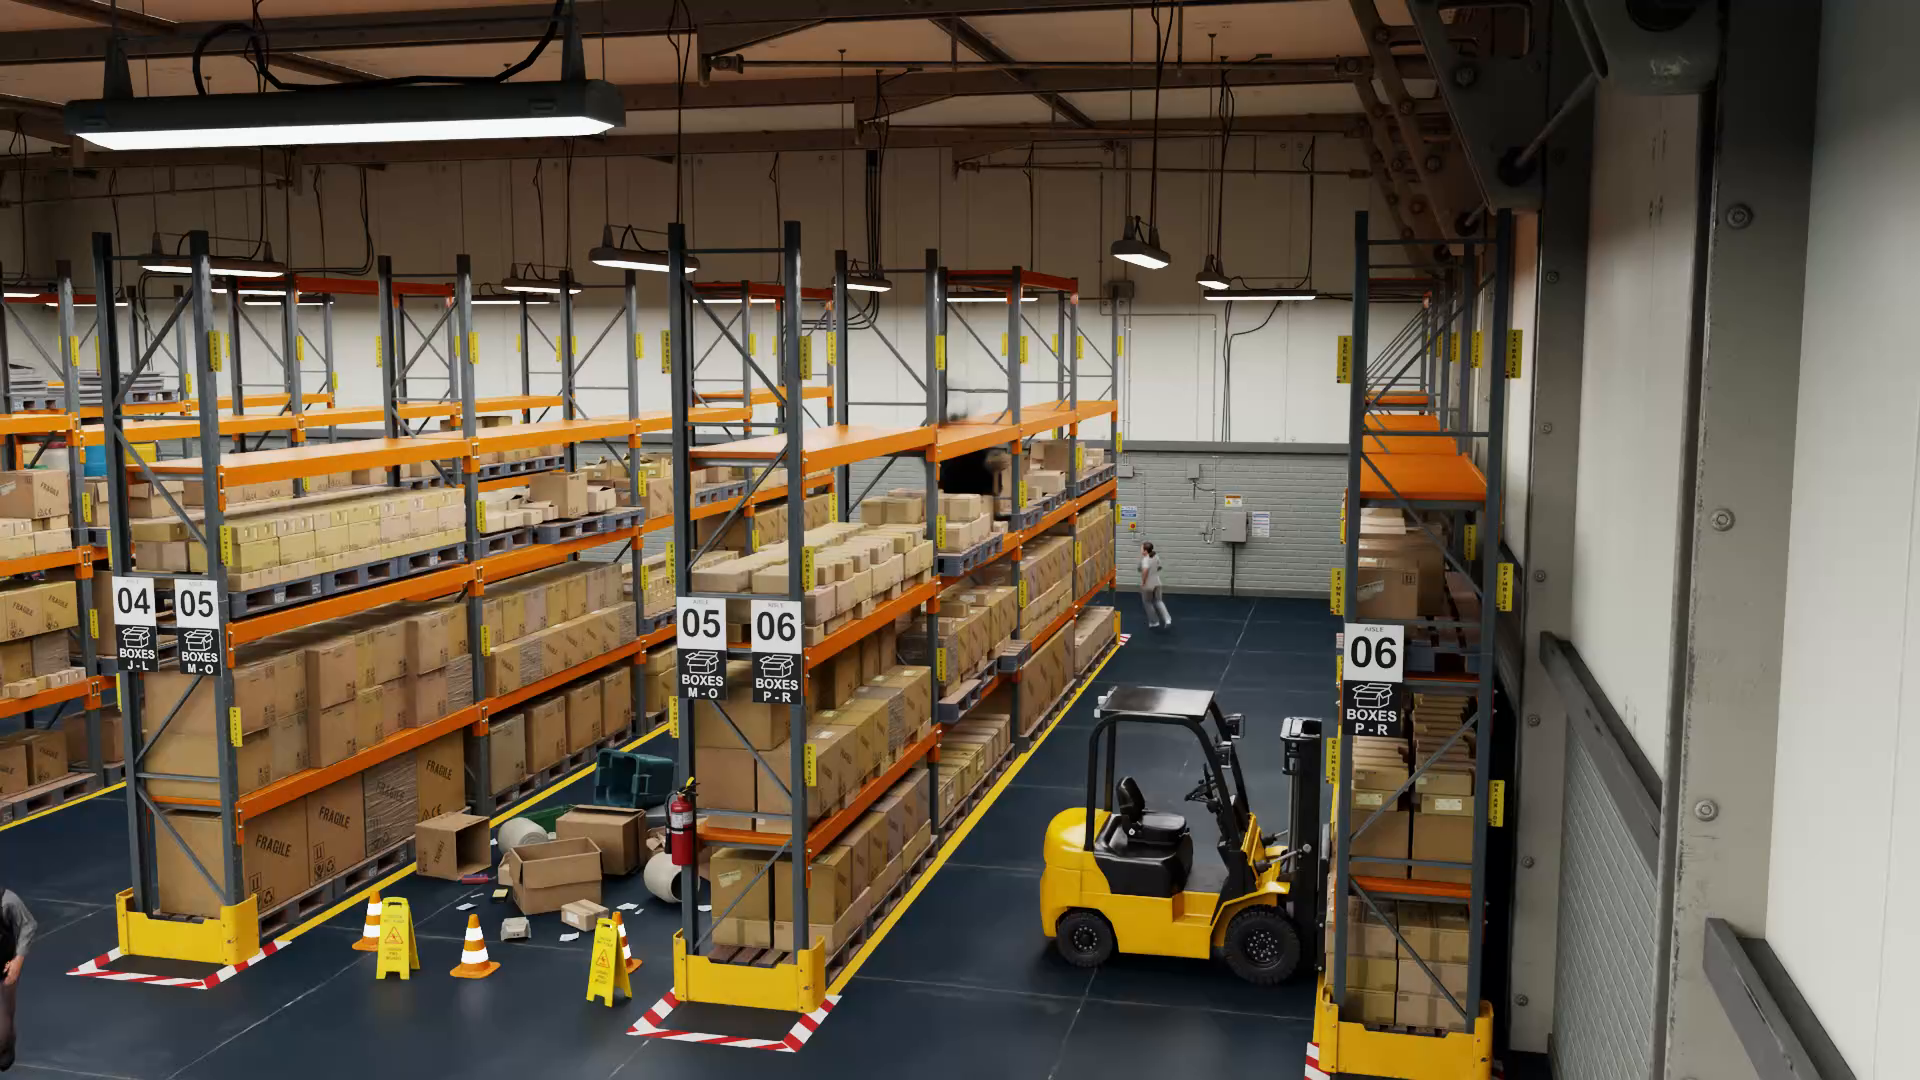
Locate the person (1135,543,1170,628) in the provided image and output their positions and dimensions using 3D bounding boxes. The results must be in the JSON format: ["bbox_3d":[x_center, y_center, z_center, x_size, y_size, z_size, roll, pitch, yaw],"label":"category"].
[{"bbox_3d":[3.326,0.823,29.281,0.696,1.586,0.777,-4,8,-32],"label":"person"}]

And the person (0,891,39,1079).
[{"bbox_3d":[-6.578,2.976,11.202,0.688,1.675,0.603,-4,8,-27],"label":"person"}]
